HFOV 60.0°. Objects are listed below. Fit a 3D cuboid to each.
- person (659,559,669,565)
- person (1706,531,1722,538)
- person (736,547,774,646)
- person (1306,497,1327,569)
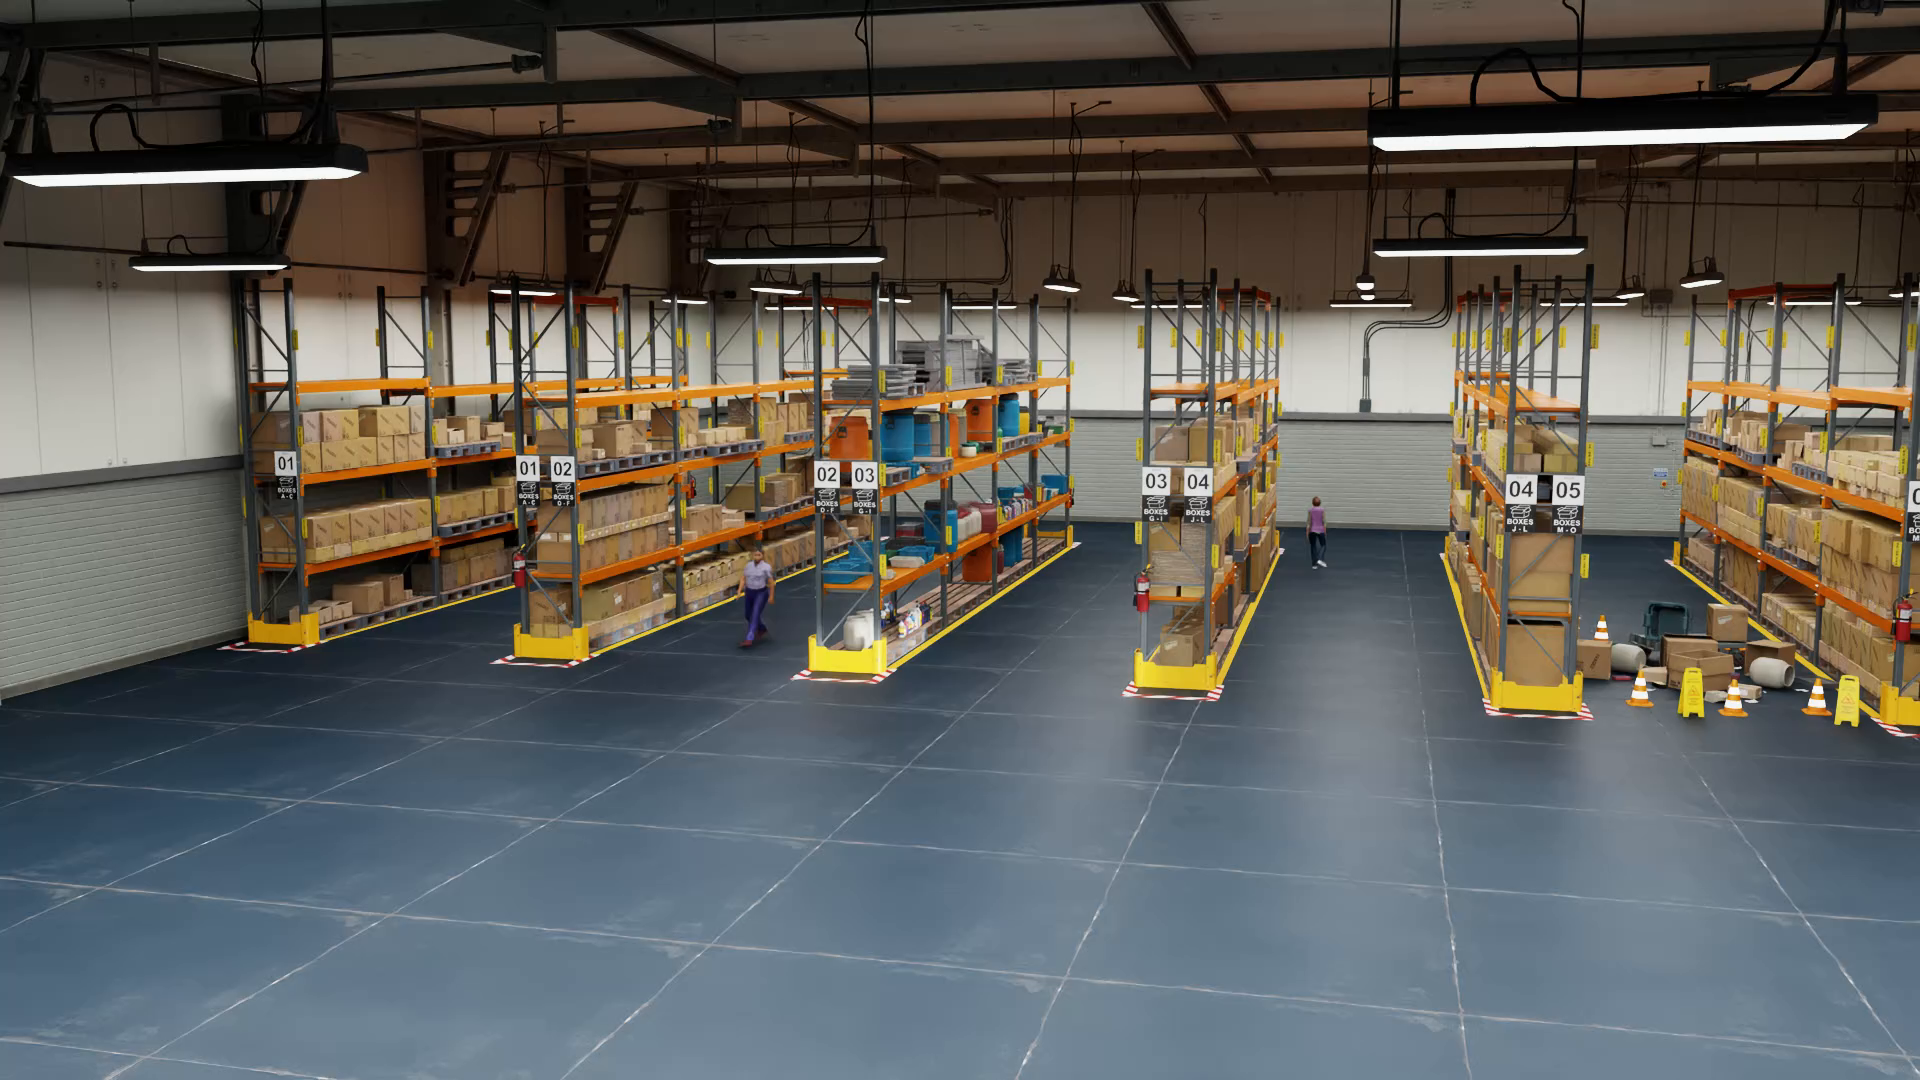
[{"bbox_3d":[-6.474,-0.099,35.722,0.657,1.659,0.700,3,7,22],"label":"person"},{"bbox_3d":[17.831,-0.507,39.111,0.416,1.604,1.106,-2,7,-13],"label":"person"},{"bbox_3d":[-3.374,0.923,27.509,0.556,1.590,0.939,2,7,20],"label":"person"},{"bbox_3d":[7.822,-0.152,36.468,0.459,1.595,0.466,1,7,11],"label":"person"}]
